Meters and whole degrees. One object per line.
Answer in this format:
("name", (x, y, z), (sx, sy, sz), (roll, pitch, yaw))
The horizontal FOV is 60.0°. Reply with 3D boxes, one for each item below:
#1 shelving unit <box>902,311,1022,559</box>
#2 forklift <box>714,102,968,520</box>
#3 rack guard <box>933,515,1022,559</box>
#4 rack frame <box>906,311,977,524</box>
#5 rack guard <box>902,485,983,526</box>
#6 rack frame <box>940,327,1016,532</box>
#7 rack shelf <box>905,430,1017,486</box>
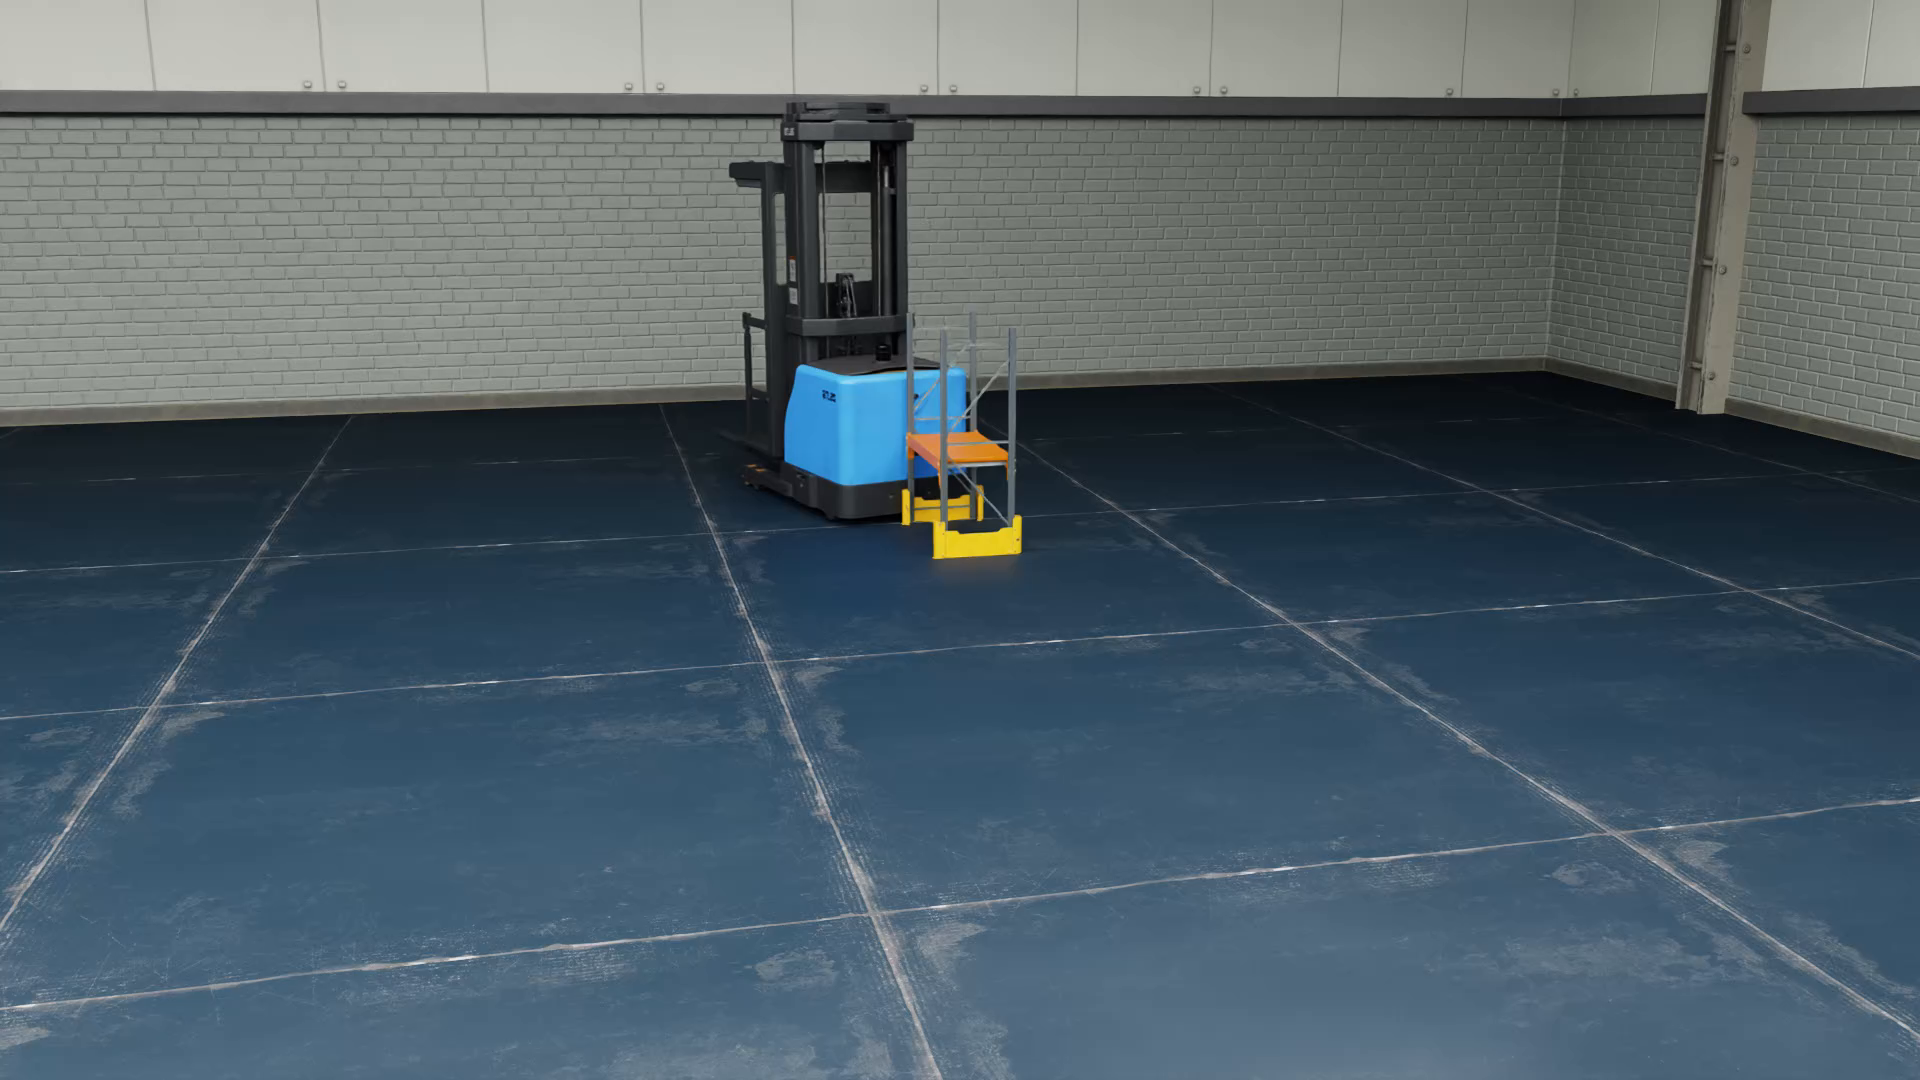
("shelving unit", (-0.003, -0.741, 11.301), (0.587, 1.500, 1.083), (-3, 14, -13))
("forklift", (-1.094, -1.867, 12.893), (1.130, 2.935, 3.031), (-7, 16, -28))
("rack guard", (0.116, -0.019, 10.980), (0.587, 0.250, 0.087), (-3, 14, -13))
("rack frame", (-0.128, -0.861, 11.789), (0.500, 1.500, 0.032), (-3, 14, -13))
("rack guard", (-0.123, -0.249, 11.919), (0.587, 0.250, 0.087), (-3, 14, -13))
("rack frame", (0.117, -0.626, 10.830), (0.500, 1.500, 0.032), (-3, 14, -13))
("rack shelf", (-0.005, -0.569, 11.353), (0.538, 0.185, 1.000), (-3, 14, -13))
